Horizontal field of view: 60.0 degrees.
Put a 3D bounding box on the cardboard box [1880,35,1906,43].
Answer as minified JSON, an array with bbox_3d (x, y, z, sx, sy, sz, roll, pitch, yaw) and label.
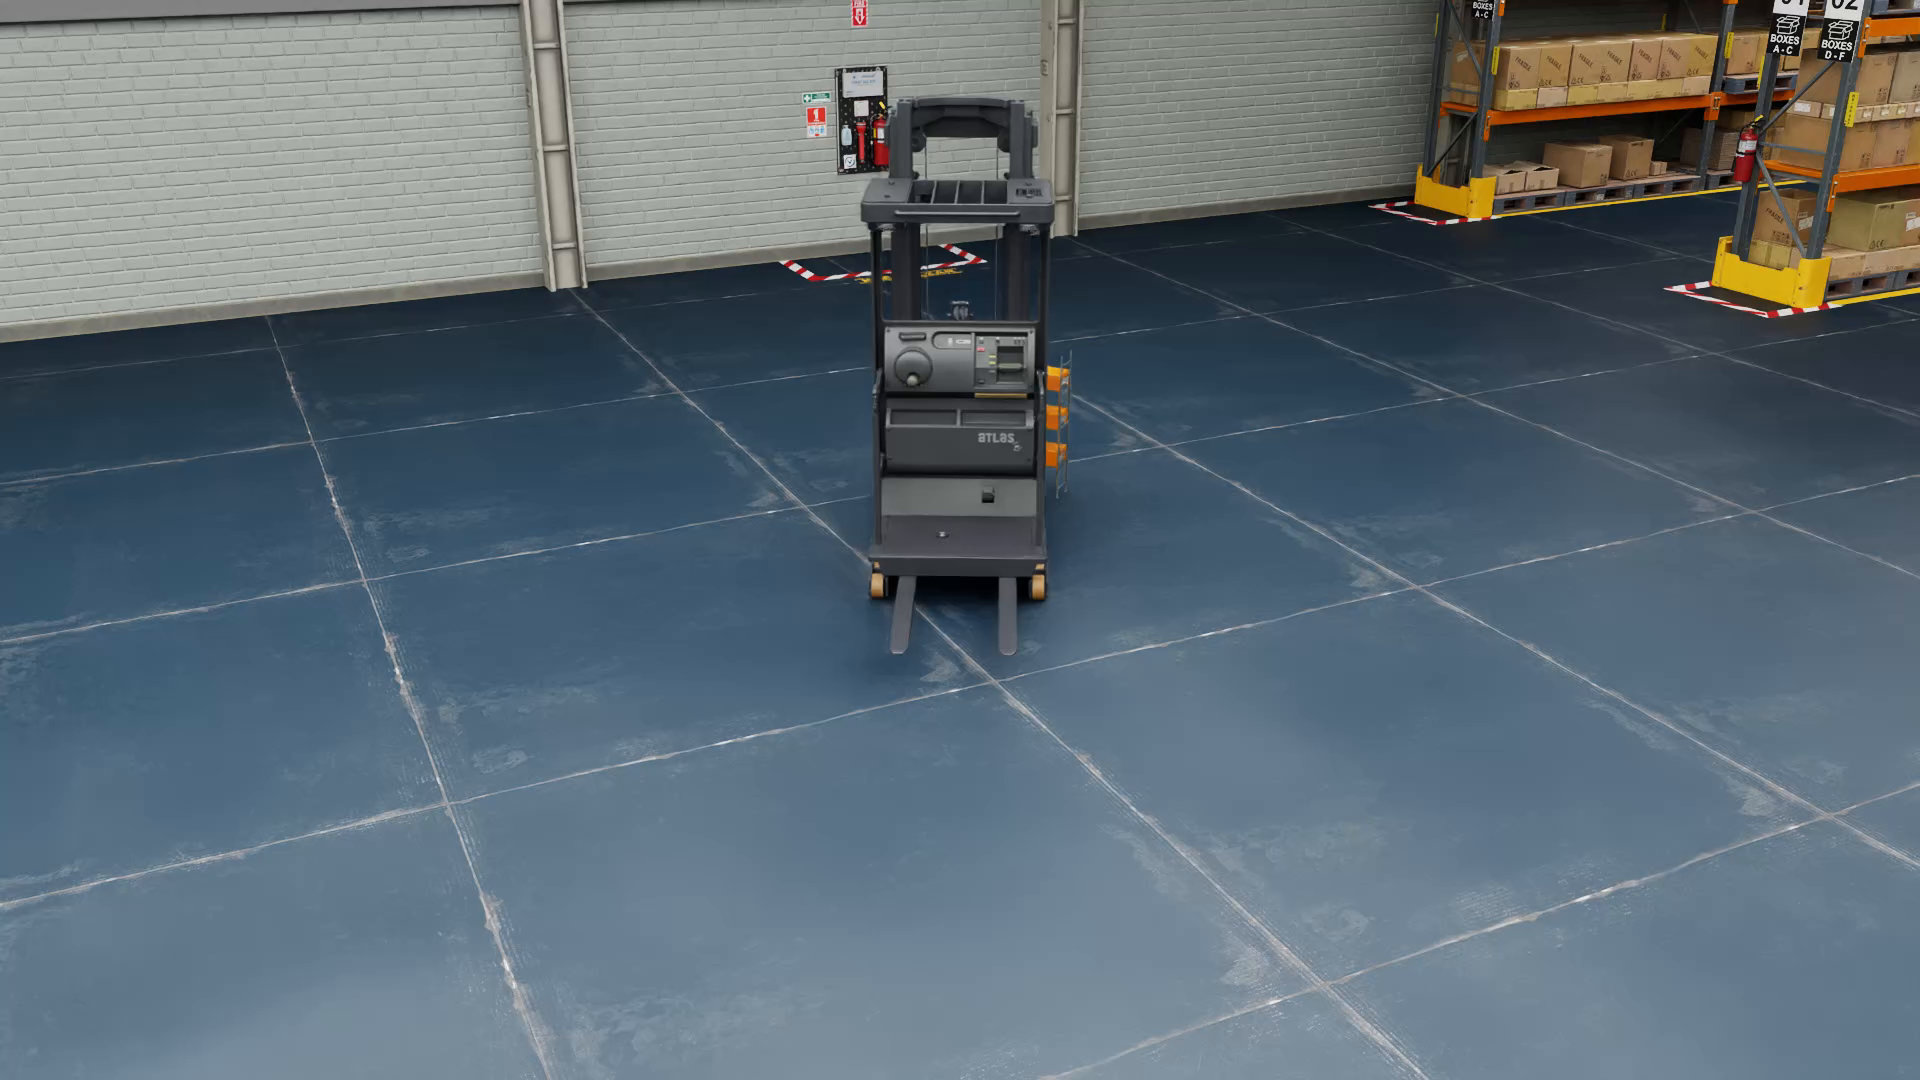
[{"bbox_3d":[13.128,-7.173,23.951,0.500,0.500,0.700,-14,26,-30],"label":"cardboard box"}]

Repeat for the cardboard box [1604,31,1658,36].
[{"bbox_3d":[8.961,-6.537,22.311,0.500,0.500,0.500,-11,25,-24],"label":"cardboard box"}]

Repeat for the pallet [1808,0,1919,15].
[{"bbox_3d":[9.138,-5.425,16.627,1.213,0.211,1.003,-10,25,-24],"label":"pallet"}]

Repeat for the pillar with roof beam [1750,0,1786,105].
[{"bbox_3d":[13.867,-8.376,19.719,0.400,9.000,9.100,-10,25,-24],"label":"pillar with roof beam"}]

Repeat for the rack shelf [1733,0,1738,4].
[{"bbox_3d":[11.745,-7.727,23.013,4.000,0.370,1.077,-10,25,-24],"label":"rack shelf"}]

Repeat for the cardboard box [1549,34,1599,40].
[{"bbox_3d":[8.046,-6.367,21.898,0.500,0.500,0.500,-10,25,-23],"label":"cardboard box"}]

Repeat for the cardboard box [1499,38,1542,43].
[{"bbox_3d":[7.129,-6.196,21.486,0.500,0.500,0.500,-10,25,-23],"label":"cardboard box"}]

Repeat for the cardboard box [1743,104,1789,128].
[{"bbox_3d":[11.461,-6.026,23.598,0.500,0.250,0.500,-11,25,-25],"label":"cardboard box"}]

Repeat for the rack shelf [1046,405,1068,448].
[{"bbox_3d":[0.629,-0.827,11.895,0.240,0.259,0.215,10,23,22],"label":"rack shelf"}]

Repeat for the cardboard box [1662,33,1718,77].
[{"bbox_3d":[9.651,-6.443,22.082,0.500,0.500,0.500,-10,25,-24],"label":"cardboard box"}]

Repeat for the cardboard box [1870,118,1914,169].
[{"bbox_3d":[9.387,-4.179,17.294,0.500,0.500,0.700,-10,24,-22],"label":"cardboard box"}]

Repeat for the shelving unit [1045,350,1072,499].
[{"bbox_3d":[0.629,-0.837,11.891,0.252,1.050,0.215,10,23,22],"label":"shelving unit"}]

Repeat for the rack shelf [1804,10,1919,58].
[{"bbox_3d":[10.292,-5.357,17.288,4.000,0.370,1.077,-10,25,-24],"label":"rack shelf"}]

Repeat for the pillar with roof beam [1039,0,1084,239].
[{"bbox_3d":[3.055,-6.385,14.910,0.400,9.000,9.100,-10,25,-24],"label":"pillar with roof beam"}]

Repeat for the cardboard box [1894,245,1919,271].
[{"bbox_3d":[9.969,-3.074,17.801,0.500,0.250,0.500,-10,25,-24],"label":"cardboard box"}]

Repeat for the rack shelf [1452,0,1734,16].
[{"bbox_3d":[8.140,-7.063,21.410,4.000,0.370,1.077,-10,25,-24],"label":"rack shelf"}]

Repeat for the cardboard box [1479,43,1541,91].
[{"bbox_3d":[6.899,-5.940,20.868,0.500,0.500,0.500,-10,25,-24],"label":"cardboard box"}]

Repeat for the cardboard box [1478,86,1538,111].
[{"bbox_3d":[6.916,-5.589,21.001,0.500,0.250,0.500,-11,25,-25],"label":"cardboard box"}]

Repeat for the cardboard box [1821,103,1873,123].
[{"bbox_3d":[8.937,-4.308,16.757,0.250,0.149,0.380,-11,25,-24],"label":"cardboard box"}]

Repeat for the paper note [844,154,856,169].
[{"bbox_3d":[-1.245,-4.288,18.838,0.142,0.148,0.016,-10,25,-24],"label":"paper note"}]

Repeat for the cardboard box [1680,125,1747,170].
[{"bbox_3d":[10.599,-5.518,23.351,0.500,0.500,0.700,-10,24,-22],"label":"cardboard box"}]

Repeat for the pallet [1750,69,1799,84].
[{"bbox_3d":[11.781,-6.574,23.460,1.213,0.211,1.003,-10,25,-24],"label":"pallet"}]

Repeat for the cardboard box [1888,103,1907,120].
[{"bbox_3d":[9.399,-4.394,16.964,0.250,0.149,0.380,-10,25,-23],"label":"cardboard box"}]

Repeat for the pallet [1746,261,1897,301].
[{"bbox_3d":[9.161,-2.824,17.797,1.213,0.211,1.003,-10,25,-24],"label":"pallet"}]

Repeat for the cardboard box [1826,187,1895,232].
[{"bbox_3d":[9.739,-3.604,18.100,0.500,0.500,0.500,-10,25,-24],"label":"cardboard box"}]

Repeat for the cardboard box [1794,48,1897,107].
[{"bbox_3d":[8.964,-4.699,16.853,0.500,0.500,0.700,-10,25,-23],"label":"cardboard box"}]

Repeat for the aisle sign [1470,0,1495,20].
[{"bbox_3d":[6.404,-6.764,20.269,0.004,0.787,0.394,-10,25,-24],"label":"aisle sign"}]

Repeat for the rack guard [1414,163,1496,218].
[{"bbox_3d":[6.407,-4.536,21.554,0.348,0.500,1.175,-10,25,-24],"label":"rack guard"}]

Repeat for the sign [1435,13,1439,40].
[{"bbox_3d":[6.116,-6.554,21.233,0.005,0.325,0.100,-10,25,-24],"label":"sign"}]

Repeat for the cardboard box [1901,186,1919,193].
[{"bbox_3d":[10.423,-3.502,17.853,0.500,0.500,0.500,-10,25,-24],"label":"cardboard box"}]

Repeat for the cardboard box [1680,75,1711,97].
[{"bbox_3d":[9.647,-6.098,22.231,0.500,0.250,0.500,-10,25,-23],"label":"cardboard box"}]

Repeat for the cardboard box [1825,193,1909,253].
[{"bbox_3d":[9.520,-3.337,17.456,0.500,0.500,0.500,-10,25,-24],"label":"cardboard box"}]

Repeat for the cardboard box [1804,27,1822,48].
[{"bbox_3d":[12.015,-6.959,23.433,0.500,0.500,0.700,-10,25,-24],"label":"cardboard box"}]

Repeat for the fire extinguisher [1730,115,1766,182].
[{"bbox_3d":[8.182,-4.076,17.276,0.183,0.674,0.296,-10,25,-24],"label":"fire extinguisher"}]

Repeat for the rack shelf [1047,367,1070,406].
[{"bbox_3d":[0.633,-1.092,11.793,0.240,0.259,0.215,10,23,22],"label":"rack shelf"}]

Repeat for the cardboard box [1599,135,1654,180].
[{"bbox_3d":[9.025,-5.204,22.593,0.500,0.500,0.500,-12,26,-28],"label":"cardboard box"}]

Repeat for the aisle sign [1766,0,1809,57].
[{"bbox_3d":[8.304,-5.263,16.643,0.004,0.787,0.394,-10,25,-24],"label":"aisle sign"}]

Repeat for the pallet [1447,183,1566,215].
[{"bbox_3d":[7.154,-4.525,21.905,1.213,0.211,1.003,-10,25,-24],"label":"pallet"}]

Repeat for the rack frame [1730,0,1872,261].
[{"bbox_3d":[8.490,-3.971,16.922,0.127,3.000,1.000,-10,25,-24],"label":"rack frame"}]

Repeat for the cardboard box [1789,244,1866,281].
[{"bbox_3d":[9.070,-2.907,17.398,0.500,0.250,0.500,-10,25,-24],"label":"cardboard box"}]

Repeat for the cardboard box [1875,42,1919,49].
[{"bbox_3d":[9.889,-4.872,17.271,0.500,0.500,0.700,-10,25,-23],"label":"cardboard box"}]

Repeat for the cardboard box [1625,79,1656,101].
[{"bbox_3d":[8.748,-5.930,21.823,0.500,0.250,0.500,-11,25,-24],"label":"cardboard box"}]

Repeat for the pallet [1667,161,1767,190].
[{"bbox_3d":[10.643,-5.183,23.494,1.213,0.211,1.003,-10,25,-24],"label":"pallet"}]

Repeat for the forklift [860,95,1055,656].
[{"bbox_3d":[-0.004,-1.099,10.073,1.130,2.935,3.031,1,22,1],"label":"forklift"}]

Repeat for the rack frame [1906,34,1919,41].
[{"bbox_3d":[13.547,-7.005,24.251,0.127,3.000,1.000,-10,25,-24],"label":"rack frame"}]

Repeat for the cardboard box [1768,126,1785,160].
[{"bbox_3d":[11.520,-5.691,23.770,0.500,0.500,0.700,-10,25,-23],"label":"cardboard box"}]

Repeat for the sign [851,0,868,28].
[{"bbox_3d":[-1.106,-5.804,18.319,0.199,0.298,0.001,-10,25,-24],"label":"sign"}]

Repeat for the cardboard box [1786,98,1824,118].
[{"bbox_3d":[8.752,-4.446,17.091,0.250,0.149,0.380,-11,25,-25],"label":"cardboard box"}]

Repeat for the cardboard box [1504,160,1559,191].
[{"bbox_3d":[7.514,-4.817,21.906,0.500,0.311,0.500,-8,24,-19],"label":"cardboard box"}]

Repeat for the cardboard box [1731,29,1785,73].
[{"bbox_3d":[10.923,-6.754,22.938,0.500,0.500,0.700,-8,24,-18],"label":"cardboard box"}]

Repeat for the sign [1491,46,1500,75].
[{"bbox_3d":[6.574,-5.891,20.428,0.005,0.325,0.100,-10,25,-24],"label":"sign"}]

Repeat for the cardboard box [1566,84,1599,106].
[{"bbox_3d":[7.839,-5.763,21.420,0.500,0.250,0.500,-11,25,-24],"label":"cardboard box"}]

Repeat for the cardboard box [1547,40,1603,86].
[{"bbox_3d":[7.817,-6.102,21.259,0.500,0.500,0.500,-11,25,-25],"label":"cardboard box"}]

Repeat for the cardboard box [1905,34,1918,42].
[{"bbox_3d":[14.095,-7.190,24.153,0.500,0.500,0.500,-10,24,-22],"label":"cardboard box"}]

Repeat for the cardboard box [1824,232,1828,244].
[{"bbox_3d":[9.291,-3.173,18.039,0.500,0.250,0.500,-10,25,-24],"label":"cardboard box"}]

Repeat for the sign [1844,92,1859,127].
[{"bbox_3d":[8.725,-4.216,16.277,0.005,0.325,0.100,-10,25,-24],"label":"sign"}]

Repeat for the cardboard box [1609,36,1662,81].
[{"bbox_3d":[8.745,-6.278,21.685,0.500,0.500,0.500,-11,25,-25],"label":"cardboard box"}]
